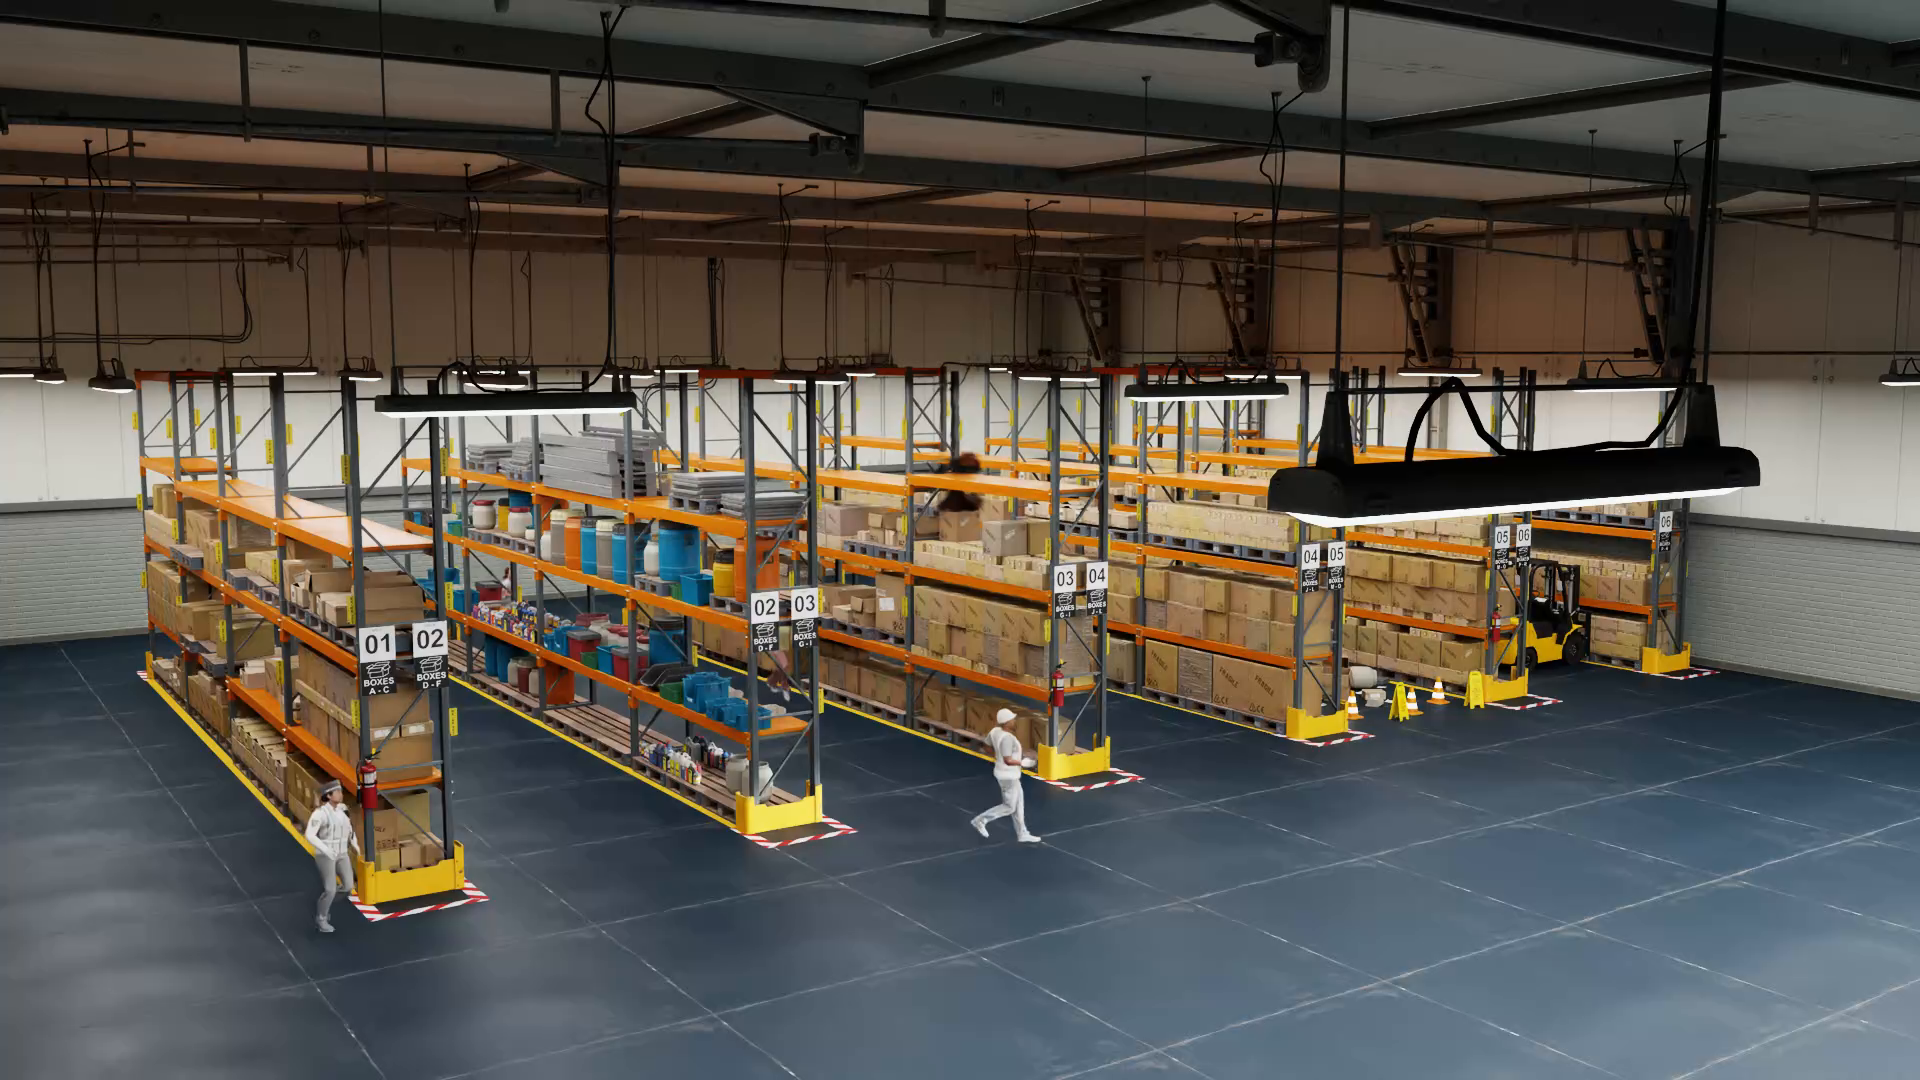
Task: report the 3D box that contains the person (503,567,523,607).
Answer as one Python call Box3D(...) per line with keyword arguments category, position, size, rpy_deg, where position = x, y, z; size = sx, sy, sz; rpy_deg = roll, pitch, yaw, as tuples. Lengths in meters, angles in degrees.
Box3D(category="person", position=(-9.814, 1.417, 36.277), size=(0.836, 1.680, 0.556), rpy_deg=(3, 7, 22))

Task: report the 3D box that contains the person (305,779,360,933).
Box3D(category="person", position=(-6.873, 3.460, 18.305), size=(0.480, 1.649, 0.687), rpy_deg=(3, 7, 27))

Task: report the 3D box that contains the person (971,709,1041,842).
Box3D(category="person", position=(0.589, 3.039, 21.348), size=(0.940, 1.772, 0.682), rpy_deg=(-1, 7, -10))

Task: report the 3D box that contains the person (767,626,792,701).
Box3D(category="person", position=(-3.226, 1.986, 29.694), size=(0.599, 1.685, 0.823), rpy_deg=(-4, 8, -33))
